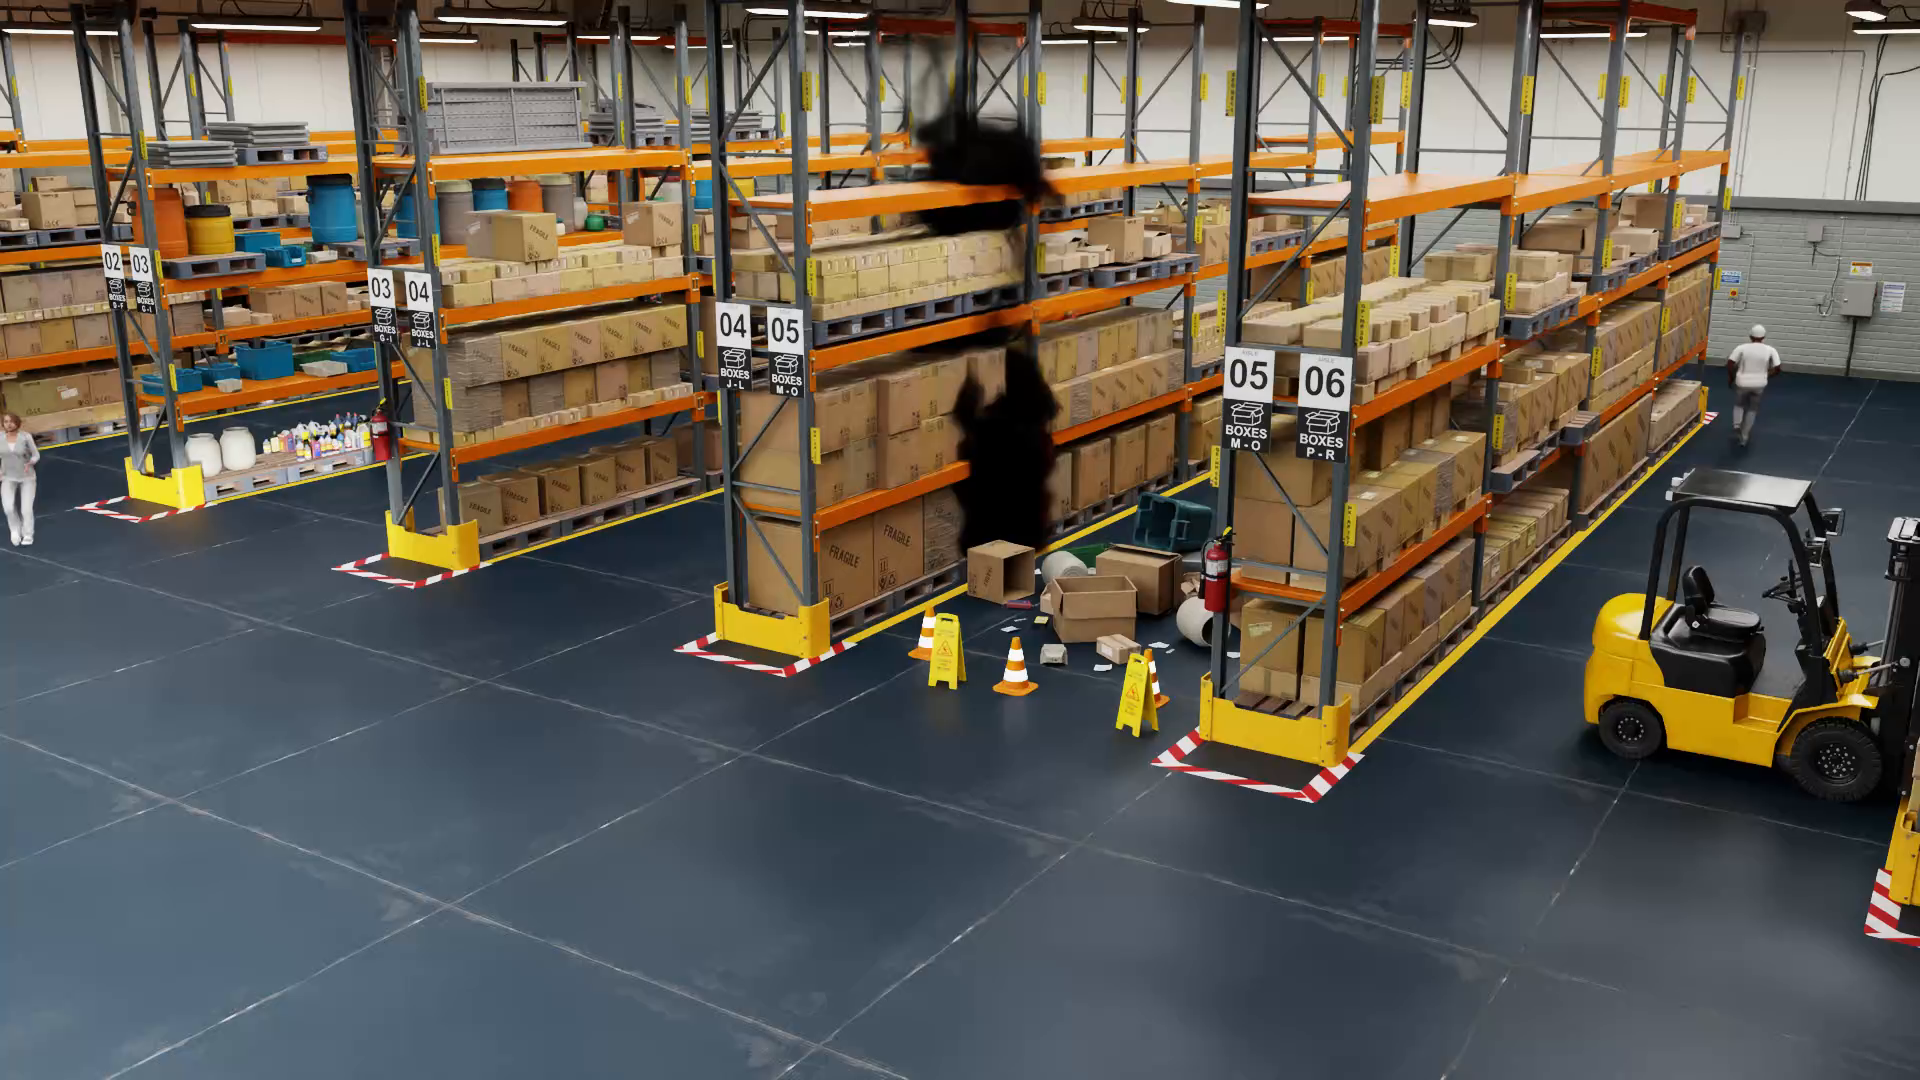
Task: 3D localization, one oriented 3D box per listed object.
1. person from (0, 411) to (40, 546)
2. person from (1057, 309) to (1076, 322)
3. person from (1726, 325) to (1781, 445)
[{"bbox_3d":[-10.581,-0.666,18.661,0.517,1.550,0.593,-7,17,-23],"label":"person"},{"bbox_3d":[1.708,-2.903,26.365,0.658,1.728,0.955,9,18,28],"label":"person"},{"bbox_3d":[11.467,-2.260,24.098,0.712,1.725,0.573,7,17,24],"label":"person"}]
